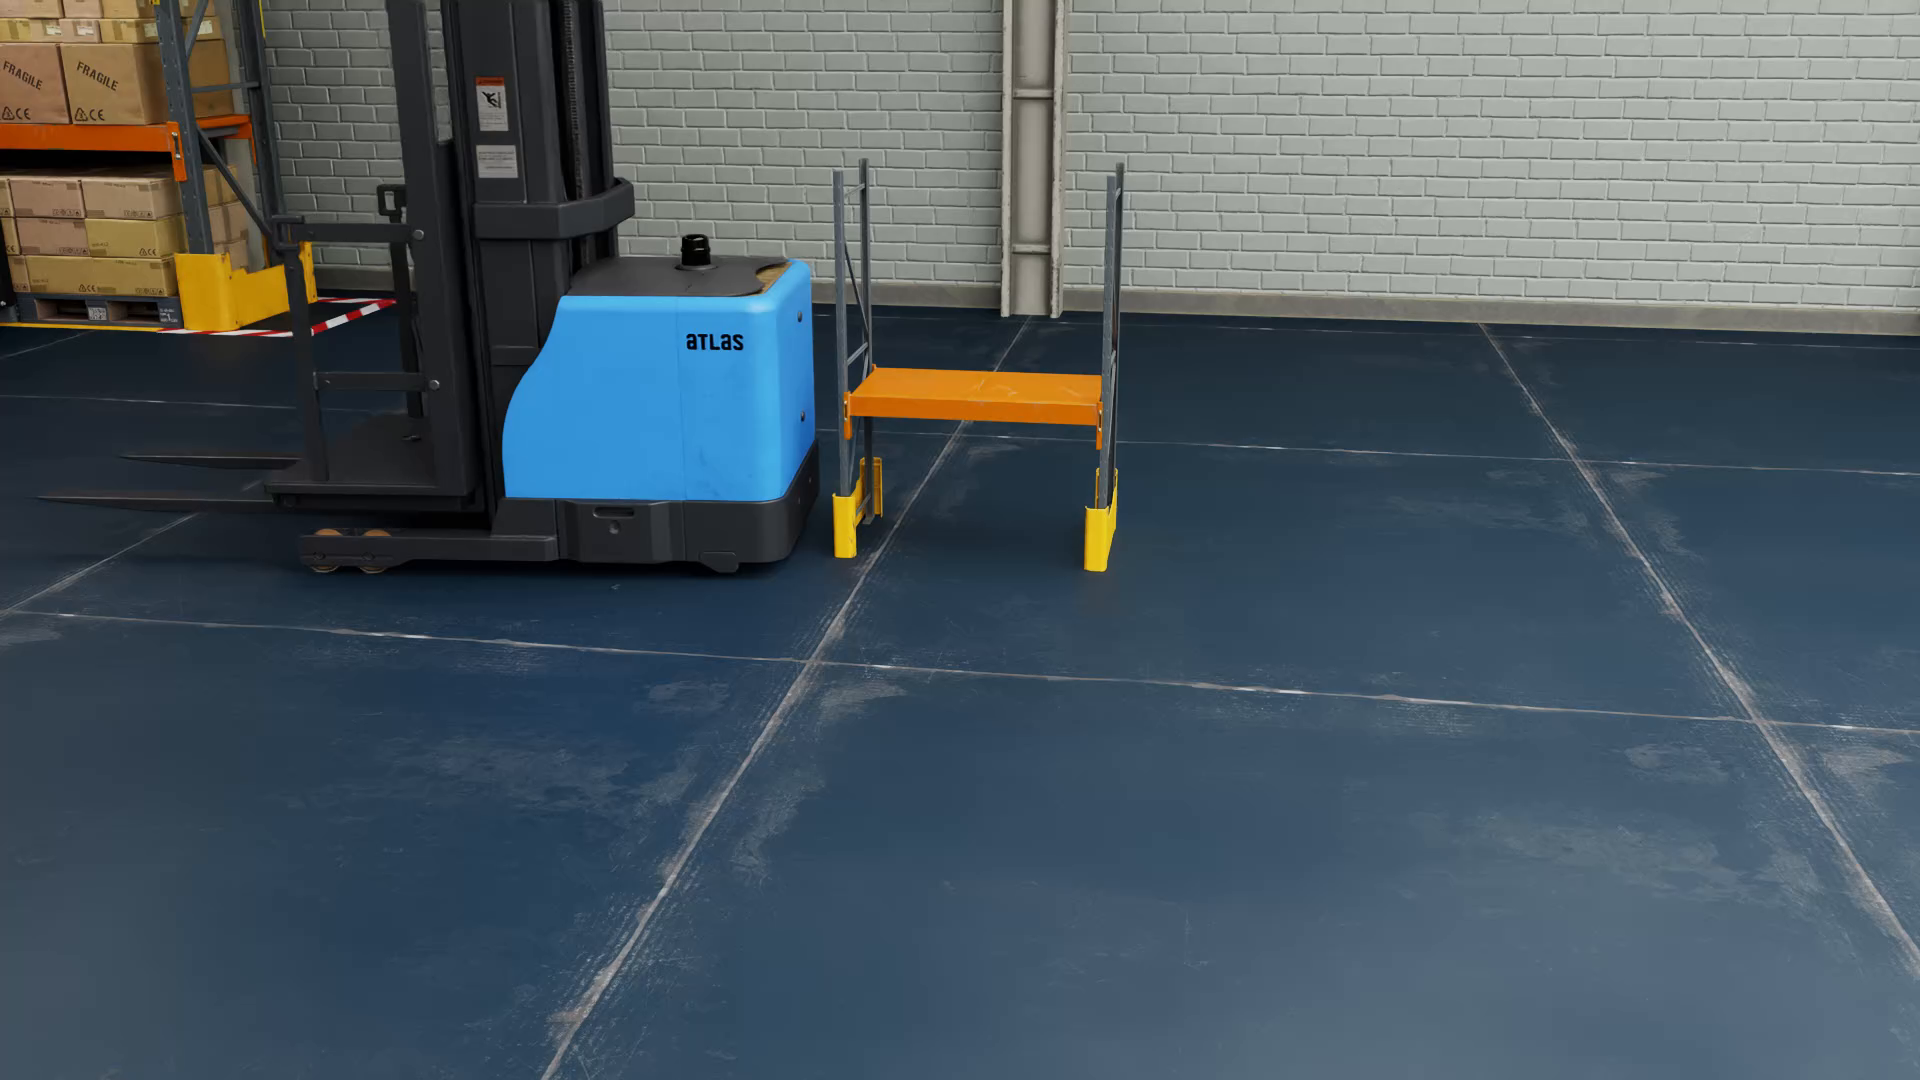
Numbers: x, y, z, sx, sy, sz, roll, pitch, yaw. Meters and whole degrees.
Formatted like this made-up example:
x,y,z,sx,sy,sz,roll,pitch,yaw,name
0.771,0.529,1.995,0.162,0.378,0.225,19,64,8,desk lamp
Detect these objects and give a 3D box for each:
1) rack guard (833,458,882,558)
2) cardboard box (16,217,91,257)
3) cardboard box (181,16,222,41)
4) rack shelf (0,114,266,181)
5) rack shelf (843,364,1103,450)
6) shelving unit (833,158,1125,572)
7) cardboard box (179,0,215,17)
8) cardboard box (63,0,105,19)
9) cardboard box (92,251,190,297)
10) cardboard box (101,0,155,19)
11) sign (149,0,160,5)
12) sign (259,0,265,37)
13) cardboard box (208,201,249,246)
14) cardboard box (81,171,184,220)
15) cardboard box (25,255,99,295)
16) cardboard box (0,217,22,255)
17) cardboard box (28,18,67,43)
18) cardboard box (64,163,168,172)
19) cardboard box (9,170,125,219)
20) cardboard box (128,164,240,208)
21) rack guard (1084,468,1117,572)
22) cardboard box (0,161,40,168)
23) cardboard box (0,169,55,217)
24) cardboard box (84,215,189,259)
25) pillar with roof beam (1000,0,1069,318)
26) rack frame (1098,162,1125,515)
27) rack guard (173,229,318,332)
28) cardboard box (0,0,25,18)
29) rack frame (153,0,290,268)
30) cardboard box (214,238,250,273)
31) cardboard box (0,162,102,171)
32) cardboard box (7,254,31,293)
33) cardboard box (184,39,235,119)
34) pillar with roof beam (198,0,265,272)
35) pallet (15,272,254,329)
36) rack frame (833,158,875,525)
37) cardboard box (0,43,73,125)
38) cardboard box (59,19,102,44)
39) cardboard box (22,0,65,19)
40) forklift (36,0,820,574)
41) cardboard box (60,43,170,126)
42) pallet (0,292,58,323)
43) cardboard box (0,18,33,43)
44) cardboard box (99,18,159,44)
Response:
x,y,z,sx,sy,sz,roll,pitch,yaw,name
-0.416,-0.140,6.827,0.087,0.250,0.587,3,19,9,rack guard
-5.906,-2.064,11.128,0.500,0.250,0.500,3,19,8,cardboard box
-5.176,-3.430,11.147,0.250,0.149,0.380,2,19,7,cardboard box
-6.857,-2.736,11.386,4.000,0.370,1.077,3,19,9,rack shelf
0.084,-0.536,6.609,1.000,0.185,0.538,3,19,9,rack shelf
0.075,-0.707,6.554,1.083,1.500,0.587,3,19,9,shelving unit
-5.180,-3.556,11.056,0.250,0.149,0.380,3,19,8,cardboard box
-5.518,-3.427,10.670,0.250,0.149,0.380,3,19,9,cardboard box
-5.396,-1.796,11.116,0.500,0.250,0.500,3,19,9,cardboard box
-5.269,-3.425,10.662,0.250,0.149,0.380,3,19,9,cardboard box
-4.982,-3.469,10.244,0.005,0.325,0.100,3,19,9,sign
-4.788,-3.598,11.340,0.005,0.325,0.100,3,19,9,sign
-5.313,-2.197,11.527,0.500,0.250,0.500,3,19,10,cardboard box
-5.386,-2.271,10.960,0.500,0.250,0.500,4,19,10,cardboard box
-5.886,-1.824,11.200,0.500,0.250,0.500,3,19,9,cardboard box
-6.419,-2.083,11.186,0.500,0.250,0.500,2,19,7,cardboard box
-5.772,-3.297,10.749,0.250,0.149,0.380,3,19,10,cardboard box
-5.820,-2.453,11.504,0.500,0.250,0.500,3,19,9,cardboard box
-5.891,-2.295,11.031,0.500,0.250,0.500,3,19,10,cardboard box
-5.327,-2.429,11.432,0.500,0.250,0.500,3,19,8,cardboard box
0.567,-0.090,6.677,0.087,0.250,0.587,3,19,9,rack guard
-6.817,-2.510,11.673,0.500,0.250,0.500,3,19,8,cardboard box
-6.391,-2.317,11.098,0.500,0.250,0.500,3,19,9,cardboard box
-5.412,-2.035,11.042,0.500,0.250,0.500,3,19,8,cardboard box
-0.185,-4.488,6.035,0.400,9.000,9.100,3,19,9,pillar with roof beam
0.586,-0.681,6.476,0.032,1.500,0.500,3,19,9,rack frame
-4.858,-1.790,11.364,0.348,0.500,1.175,3,19,9,rack guard
-6.014,-3.468,10.791,0.250,0.149,0.380,3,19,9,cardboard box
-4.882,-2.976,10.971,0.127,3.000,1.000,3,19,9,rack frame
-5.336,-1.958,11.598,0.500,0.250,0.500,3,19,9,cardboard box
-6.313,-2.482,11.589,0.500,0.250,0.500,3,19,8,cardboard box
-6.378,-1.852,11.283,0.500,0.250,0.500,3,19,9,cardboard box
-5.327,-3.136,11.290,0.500,0.500,0.500,4,19,10,cardboard box
-6.109,-4.790,6.937,0.400,9.000,9.100,3,19,9,pillar with roof beam
-5.644,-1.679,11.490,1.213,0.211,1.003,3,19,9,pallet
-0.418,-0.733,6.629,0.032,1.500,0.500,3,19,9,rack frame
-5.920,-2.995,10.870,0.500,0.500,0.500,4,19,10,cardboard box
-5.526,-3.265,10.653,0.250,0.149,0.380,3,19,10,cardboard box
-5.780,-3.432,10.684,0.250,0.149,0.380,3,19,10,cardboard box
-2.144,-1.426,6.445,3.031,2.935,1.130,1,19,3,forklift
-5.410,-2.966,10.784,0.500,0.500,0.500,3,19,7,cardboard box
-6.845,-1.742,11.675,1.213,0.211,1.003,3,19,9,pallet
-6.015,-3.313,10.797,0.250,0.149,0.380,3,19,8,cardboard box
-5.269,-3.261,10.642,0.250,0.149,0.380,3,19,9,cardboard box
